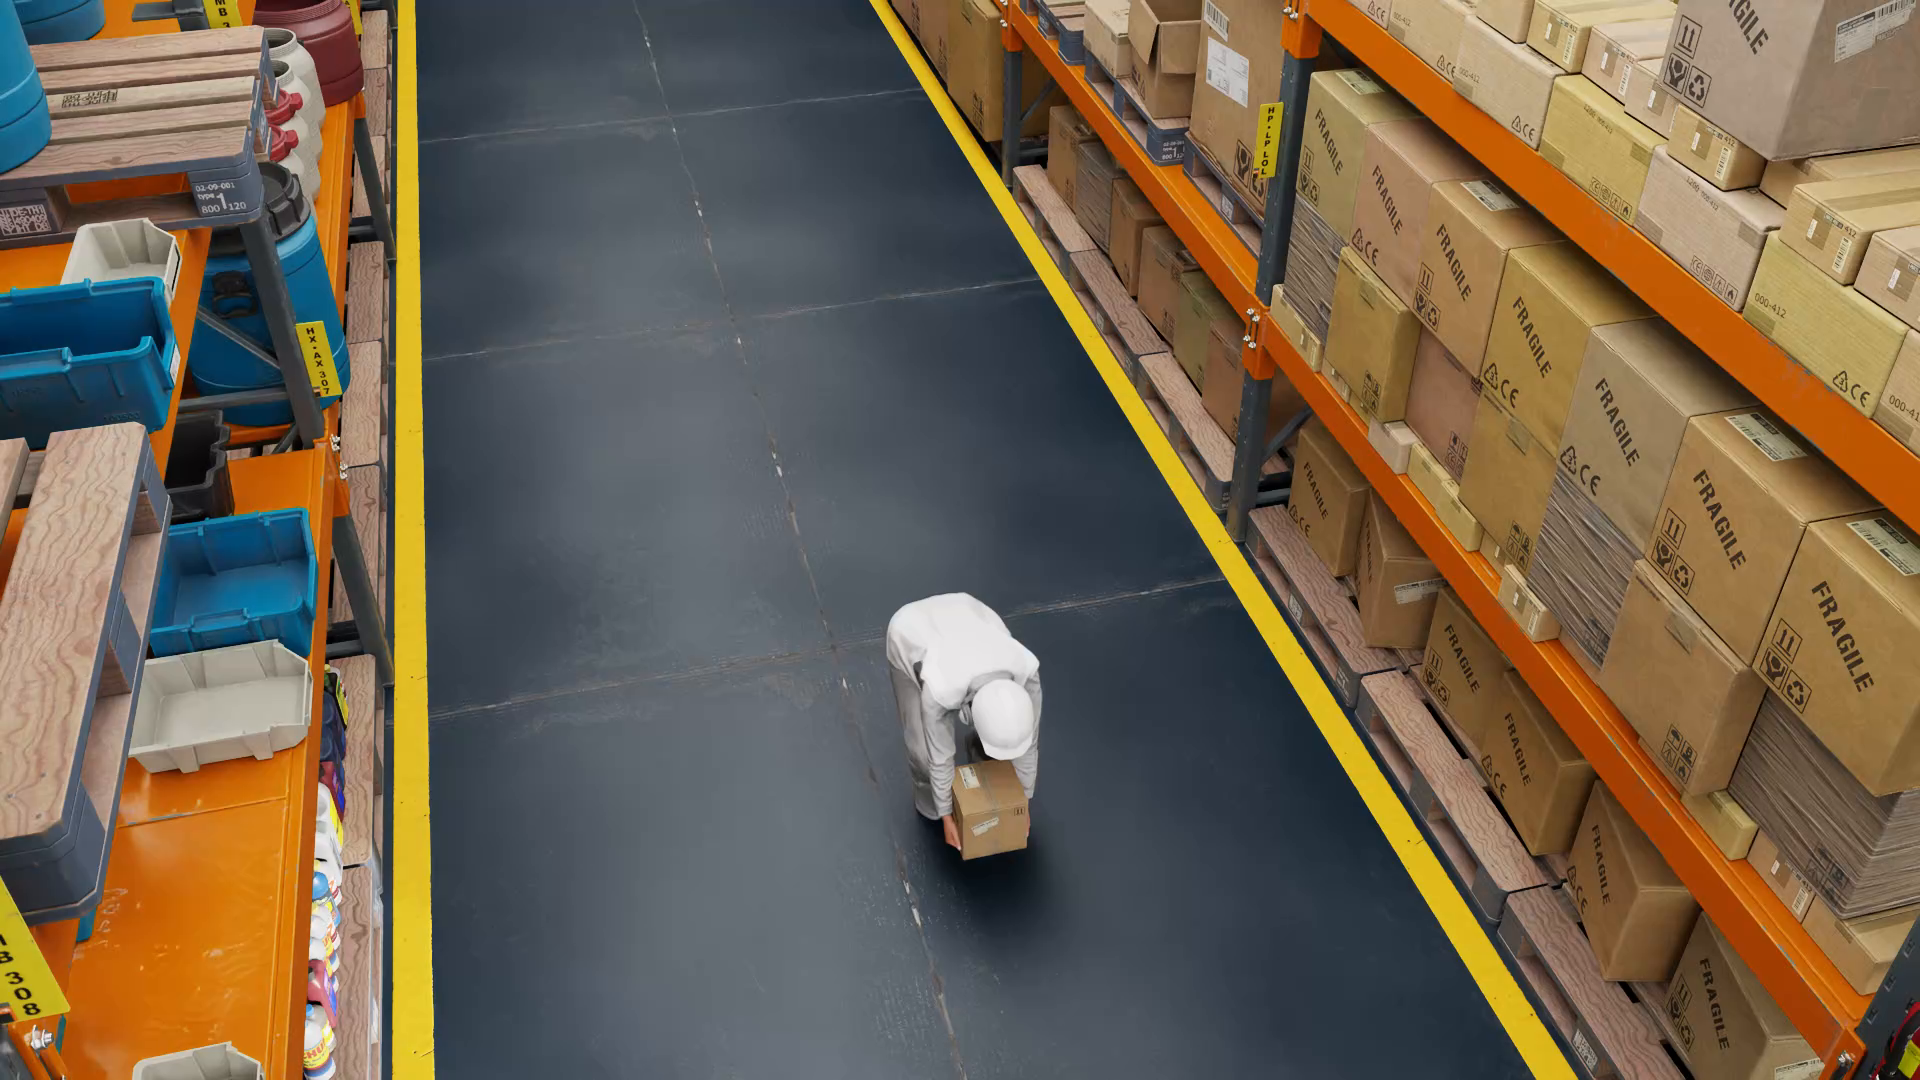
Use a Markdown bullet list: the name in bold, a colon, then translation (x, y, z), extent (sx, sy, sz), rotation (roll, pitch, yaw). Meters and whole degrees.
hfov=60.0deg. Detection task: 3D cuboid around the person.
- **person**: translation (0.036, 0.705, 6.431), extent (0.513, 0.987, 0.975), rotation (-11, 39, -13)
